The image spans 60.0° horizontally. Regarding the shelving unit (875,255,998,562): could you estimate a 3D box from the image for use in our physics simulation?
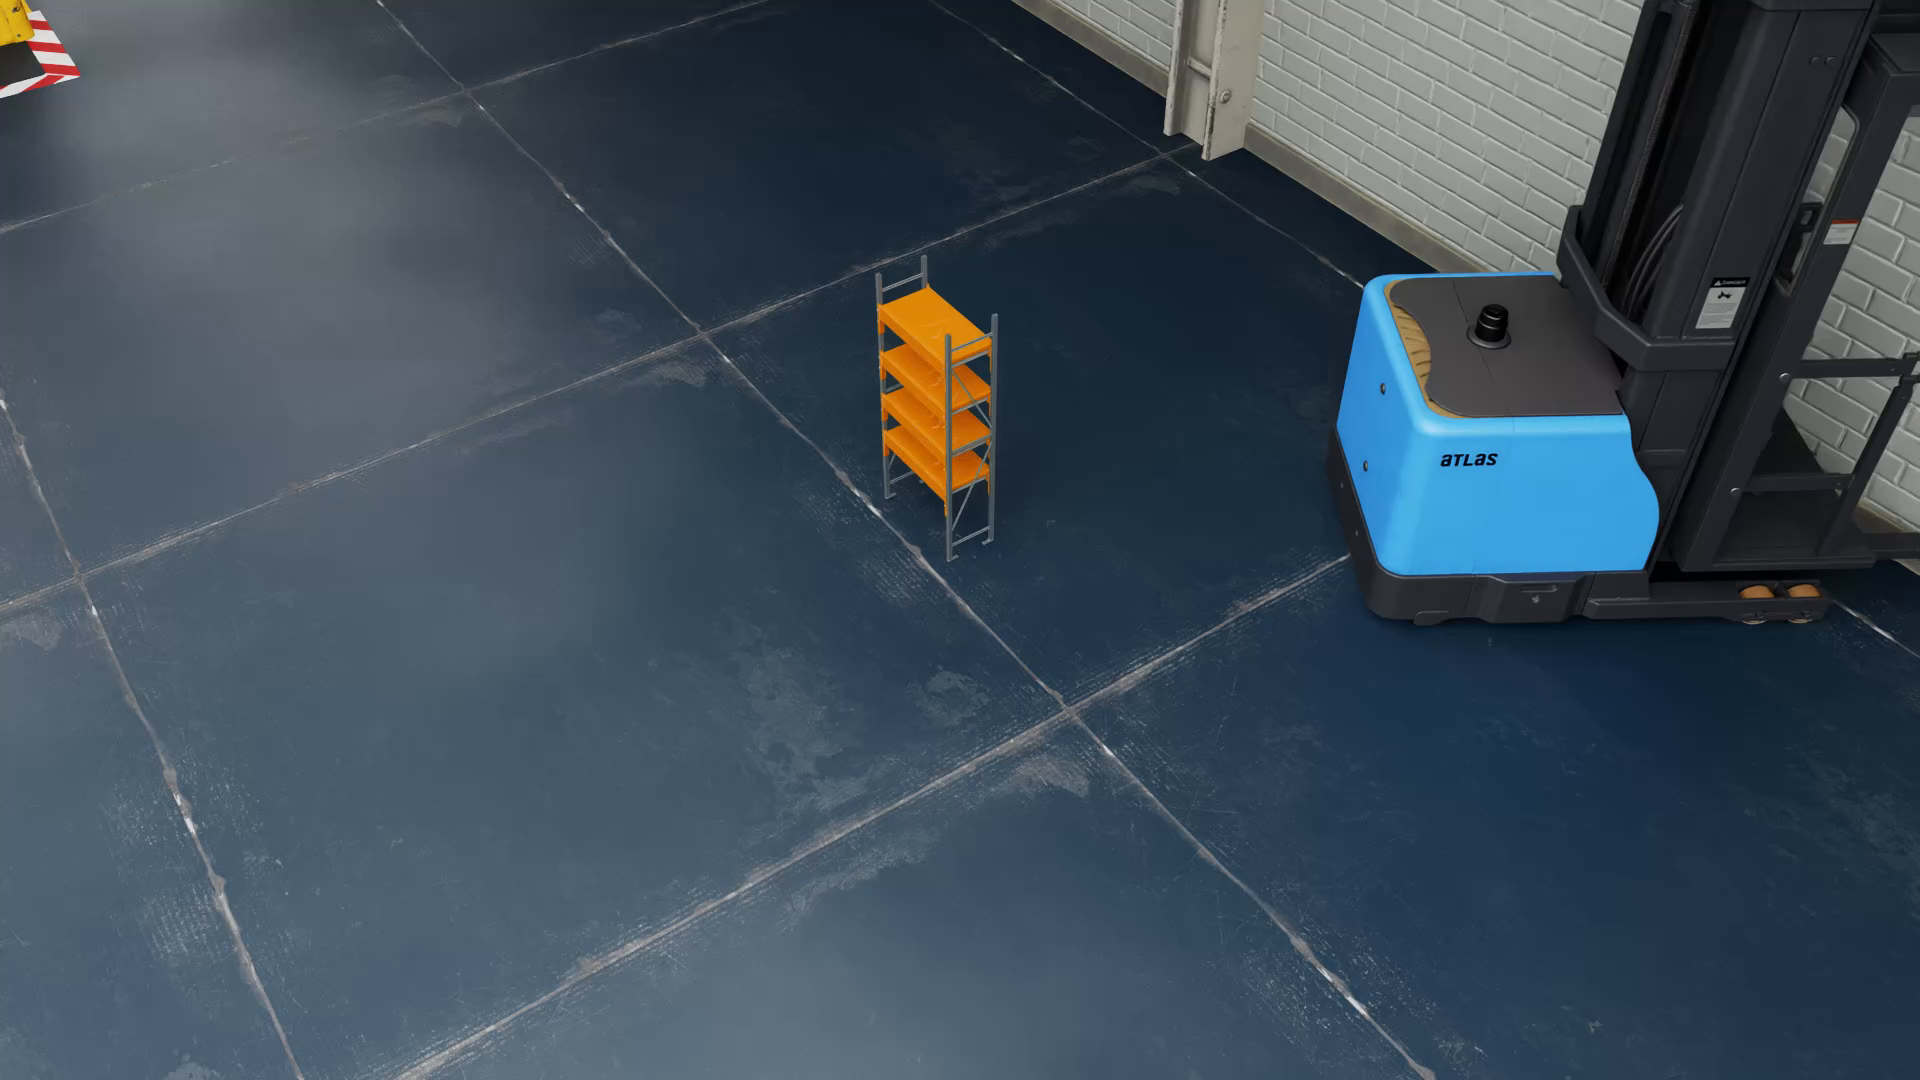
[{"bbox_3d":[-0.095,-0.528,6.925,0.258,1.200,0.503,-26,49,-24],"label":"shelving unit"}]

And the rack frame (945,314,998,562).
[{"bbox_3d":[0.045,-0.390,6.780,0.240,1.200,0.015,-26,49,-24],"label":"rack frame"}]

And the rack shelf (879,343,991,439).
[{"bbox_3d":[-0.095,-0.641,6.817,0.258,0.148,0.480,-26,49,-24],"label":"rack shelf"}]

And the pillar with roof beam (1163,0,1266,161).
[{"bbox_3d":[-2.104,-3.894,4.803,9.100,9.000,0.400,-26,49,-24],"label":"pillar with roof beam"}]

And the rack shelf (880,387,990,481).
[{"bbox_3d":[-0.095,-0.479,6.971,0.258,0.148,0.480,-26,49,-24],"label":"rack shelf"}]

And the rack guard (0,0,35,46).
[{"bbox_3d":[-6.459,-3.249,10.282,1.175,0.500,0.348,-26,49,-24],"label":"rack guard"}]

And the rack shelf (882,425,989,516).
[{"bbox_3d":[-0.095,-0.335,7.108,0.258,0.148,0.480,-26,49,-24],"label":"rack shelf"}]

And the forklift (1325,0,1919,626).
[{"bbox_3d":[3.172,-1.079,6.248,3.031,2.935,1.130,-1,44,-1],"label":"forklift"}]

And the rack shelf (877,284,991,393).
[{"bbox_3d":[-0.095,-0.812,6.654,0.258,0.148,0.480,-26,49,-24],"label":"rack shelf"}]

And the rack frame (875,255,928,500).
[{"bbox_3d":[-0.234,-0.666,7.070,0.240,1.200,0.015,-26,49,-24],"label":"rack frame"}]
